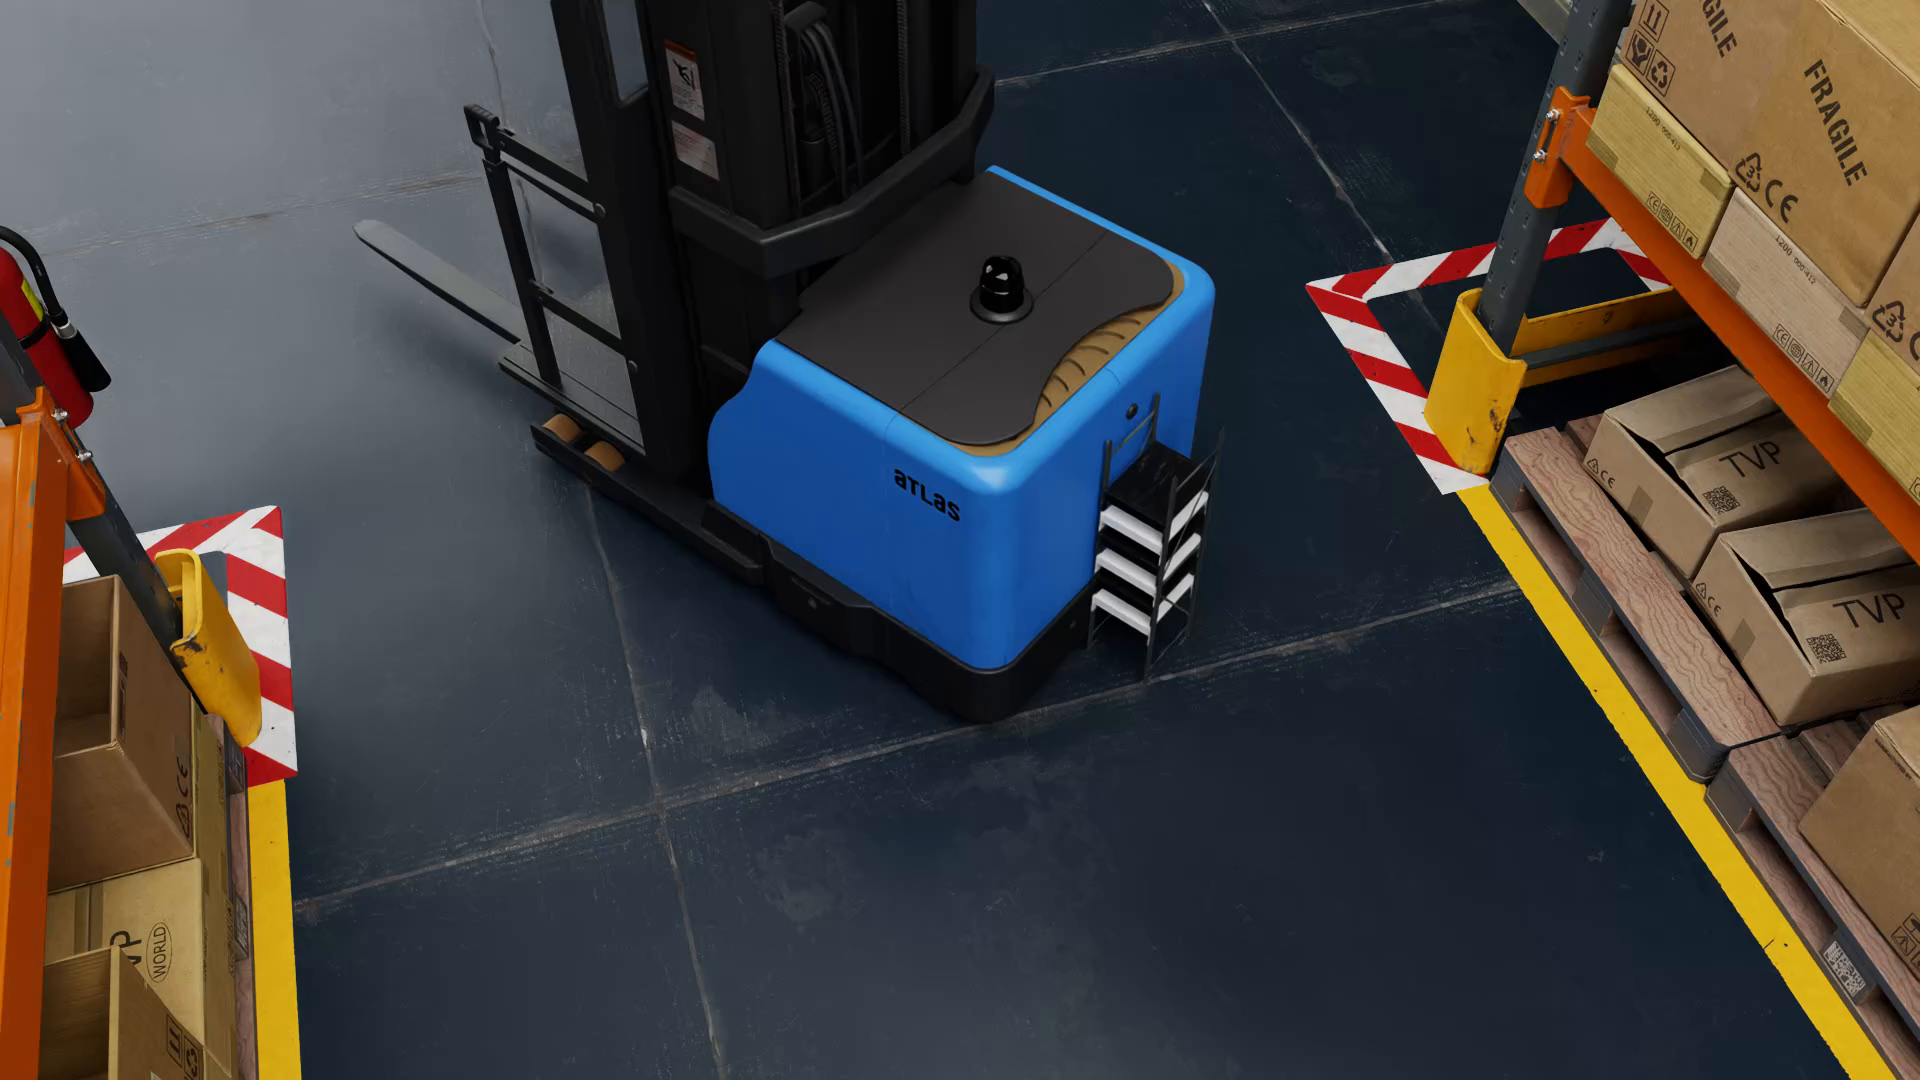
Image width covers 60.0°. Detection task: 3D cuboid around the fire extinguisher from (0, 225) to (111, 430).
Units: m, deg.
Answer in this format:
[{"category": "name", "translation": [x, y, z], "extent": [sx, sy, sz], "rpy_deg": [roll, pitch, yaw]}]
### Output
[{"category": "fire extinguisher", "translation": [-2.189, -0.525, 3.781], "extent": [0.296, 0.674, 0.183], "rpy_deg": [-13, 51, -11]}]

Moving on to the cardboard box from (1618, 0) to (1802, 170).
[{"category": "cardboard box", "translation": [1.987, -1.265, 3.949], "extent": [0.500, 0.500, 0.500], "rpy_deg": [-13, 51, -11]}]

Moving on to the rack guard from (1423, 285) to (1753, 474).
[{"category": "rack guard", "translation": [2.155, -0.620, 5.446], "extent": [1.175, 0.500, 0.348], "rpy_deg": [-13, 51, -11]}]

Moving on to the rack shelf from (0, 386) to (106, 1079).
[{"category": "rack shelf", "translation": [-2.007, 1.334, 2.634], "extent": [1.077, 0.370, 4.000], "rpy_deg": [-13, 51, -11]}]

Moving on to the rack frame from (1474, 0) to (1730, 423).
[{"category": "rack frame", "translation": [2.133, -1.481, 4.537], "extent": [1.000, 3.000, 0.127], "rpy_deg": [-13, 51, -11]}]

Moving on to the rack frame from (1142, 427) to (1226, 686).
[{"category": "rack frame", "translation": [0.613, 0.068, 4.604], "extent": [0.006, 0.900, 0.240], "rpy_deg": [32, 57, 24]}]

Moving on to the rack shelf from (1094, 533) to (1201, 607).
[{"category": "rack shelf", "translation": [0.534, 0.040, 4.671], "extent": [0.200, 0.077, 0.258], "rpy_deg": [32, 57, 24]}]

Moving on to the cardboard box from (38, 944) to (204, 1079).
[{"category": "cardboard box", "translation": [-1.846, 1.202, 3.308], "extent": [0.500, 0.500, 0.500], "rpy_deg": [-13, 51, -11]}]

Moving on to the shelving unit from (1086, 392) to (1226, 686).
[{"category": "shelving unit", "translation": [0.534, 0.019, 4.645], "extent": [0.210, 0.900, 0.258], "rpy_deg": [32, 57, 24]}]

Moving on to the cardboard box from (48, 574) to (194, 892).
[{"category": "cardboard box", "translation": [-2.155, 0.475, 3.921], "extent": [0.500, 0.500, 0.500], "rpy_deg": [-13, 51, -11]}]

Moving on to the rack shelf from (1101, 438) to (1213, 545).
[{"category": "rack shelf", "translation": [0.534, -0.134, 4.464], "extent": [0.200, 0.077, 0.258], "rpy_deg": [32, 57, 24]}]

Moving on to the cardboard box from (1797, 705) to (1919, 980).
[{"category": "cardboard box", "translation": [2.589, 0.672, 4.069], "extent": [0.700, 0.500, 0.500], "rpy_deg": [-16, 52, -13]}]

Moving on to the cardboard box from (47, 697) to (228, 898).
[{"category": "cardboard box", "translation": [-2.157, 0.717, 4.207], "extent": [0.500, 0.250, 0.500], "rpy_deg": [-13, 51, -11]}]

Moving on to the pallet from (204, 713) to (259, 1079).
[{"category": "pallet", "translation": [-2.332, 1.089, 4.194], "extent": [1.003, 0.211, 1.213], "rpy_deg": [-13, 51, -11]}]

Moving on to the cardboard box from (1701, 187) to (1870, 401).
[{"category": "cardboard box", "translation": [2.141, -0.635, 3.909], "extent": [0.500, 0.250, 0.500], "rpy_deg": [-15, 51, -12]}]

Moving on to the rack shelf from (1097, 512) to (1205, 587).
[{"category": "rack shelf", "translation": [0.534, -0.018, 4.602], "extent": [0.200, 0.077, 0.258], "rpy_deg": [32, 57, 24]}]

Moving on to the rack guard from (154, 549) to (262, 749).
[{"category": "rack guard", "translation": [-2.605, 0.429, 4.561], "extent": [1.175, 0.500, 0.348], "rpy_deg": [-13, 51, -11]}]

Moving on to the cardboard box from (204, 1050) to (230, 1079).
[{"category": "cardboard box", "translation": [-1.848, 1.444, 3.594], "extent": [0.500, 0.250, 0.500], "rpy_deg": [-13, 51, -11]}]

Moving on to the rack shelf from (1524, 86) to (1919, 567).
[{"category": "rack shelf", "translation": [2.724, 0.211, 3.581], "extent": [1.077, 0.370, 4.000], "rpy_deg": [-13, 51, -11]}]

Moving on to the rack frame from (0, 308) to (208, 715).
[{"category": "rack frame", "translation": [-2.598, -0.359, 3.590], "extent": [1.000, 3.000, 0.127], "rpy_deg": [-13, 51, -11]}]

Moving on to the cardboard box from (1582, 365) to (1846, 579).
[{"category": "cardboard box", "translation": [2.251, -0.231, 4.954], "extent": [0.500, 0.311, 0.500], "rpy_deg": [-19, 52, -15]}]

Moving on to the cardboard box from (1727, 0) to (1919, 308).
[{"category": "cardboard box", "translation": [2.124, -0.901, 3.643], "extent": [0.500, 0.500, 0.500], "rpy_deg": [-13, 51, -11]}]

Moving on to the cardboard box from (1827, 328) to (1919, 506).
[{"category": "cardboard box", "translation": [2.286, -0.262, 3.594], "extent": [0.500, 0.250, 0.500], "rpy_deg": [-14, 51, -12]}]

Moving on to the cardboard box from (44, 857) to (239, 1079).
[{"category": "cardboard box", "translation": [-1.998, 1.080, 3.902], "extent": [0.500, 0.250, 0.500], "rpy_deg": [-13, 51, -11]}]

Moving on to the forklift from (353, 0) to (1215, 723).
[{"category": "forklift", "translation": [-0.763, -1.383, 4.499], "extent": [3.031, 2.935, 1.130], "rpy_deg": [32, 57, 24]}]

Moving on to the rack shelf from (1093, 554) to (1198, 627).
[{"category": "rack shelf", "translation": [0.534, 0.098, 4.740], "extent": [0.200, 0.077, 0.258], "rpy_deg": [32, 57, 24]}]

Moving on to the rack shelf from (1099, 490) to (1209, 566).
[{"category": "rack shelf", "translation": [0.534, -0.076, 4.533], "extent": [0.200, 0.077, 0.258], "rpy_deg": [32, 57, 24]}]

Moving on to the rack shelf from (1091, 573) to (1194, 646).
[{"category": "rack shelf", "translation": [0.534, 0.156, 4.809], "extent": [0.200, 0.077, 0.258], "rpy_deg": [32, 57, 24]}]

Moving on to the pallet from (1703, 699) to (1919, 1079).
[{"category": "pallet", "translation": [2.719, 0.964, 4.300], "extent": [1.003, 0.211, 1.213], "rpy_deg": [-13, 51, -11]}]

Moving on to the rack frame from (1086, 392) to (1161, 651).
[{"category": "rack frame", "translation": [0.455, -0.030, 4.686], "extent": [0.006, 0.900, 0.240], "rpy_deg": [32, 57, 24]}]

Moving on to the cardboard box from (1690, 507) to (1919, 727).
[{"category": "cardboard box", "translation": [2.420, 0.185, 4.603], "extent": [0.500, 0.311, 0.500], "rpy_deg": [-10, 51, -8]}]

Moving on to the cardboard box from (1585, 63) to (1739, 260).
[{"category": "cardboard box", "translation": [1.974, -1.011, 4.226], "extent": [0.500, 0.250, 0.500], "rpy_deg": [-15, 51, -12]}]

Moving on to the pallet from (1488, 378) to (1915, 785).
[{"category": "pallet", "translation": [2.362, 0.074, 5.049], "extent": [1.003, 0.211, 1.213], "rpy_deg": [-13, 51, -11]}]

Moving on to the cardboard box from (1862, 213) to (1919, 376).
[{"category": "cardboard box", "translation": [2.270, -0.523, 3.323], "extent": [0.500, 0.500, 0.500], "rpy_deg": [-15, 51, -12]}]
